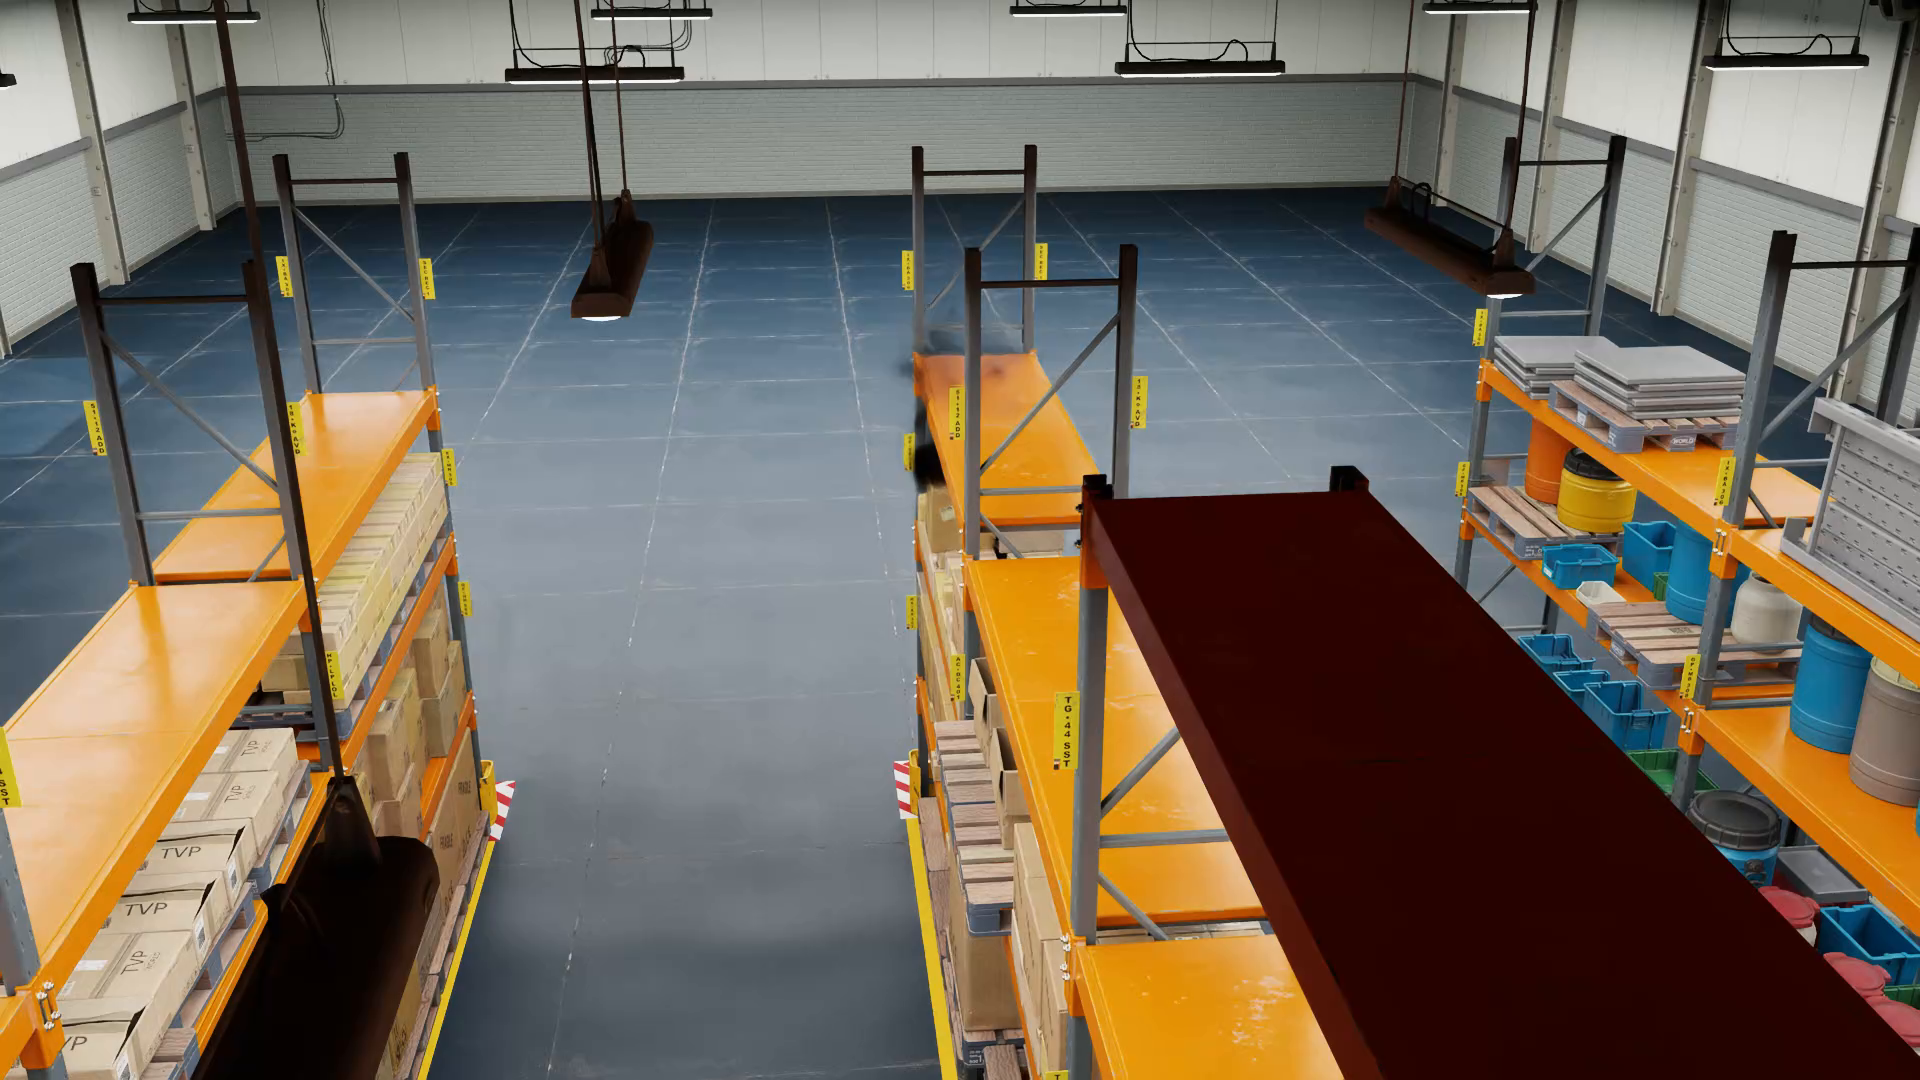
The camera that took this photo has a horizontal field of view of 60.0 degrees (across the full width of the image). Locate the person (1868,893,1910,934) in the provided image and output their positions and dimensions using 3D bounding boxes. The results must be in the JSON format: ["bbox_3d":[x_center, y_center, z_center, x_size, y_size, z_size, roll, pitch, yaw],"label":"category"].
[{"bbox_3d":[6.934,2.731,12.286,0.672,1.805,0.848,-1,22,-4],"label":"person"}]
